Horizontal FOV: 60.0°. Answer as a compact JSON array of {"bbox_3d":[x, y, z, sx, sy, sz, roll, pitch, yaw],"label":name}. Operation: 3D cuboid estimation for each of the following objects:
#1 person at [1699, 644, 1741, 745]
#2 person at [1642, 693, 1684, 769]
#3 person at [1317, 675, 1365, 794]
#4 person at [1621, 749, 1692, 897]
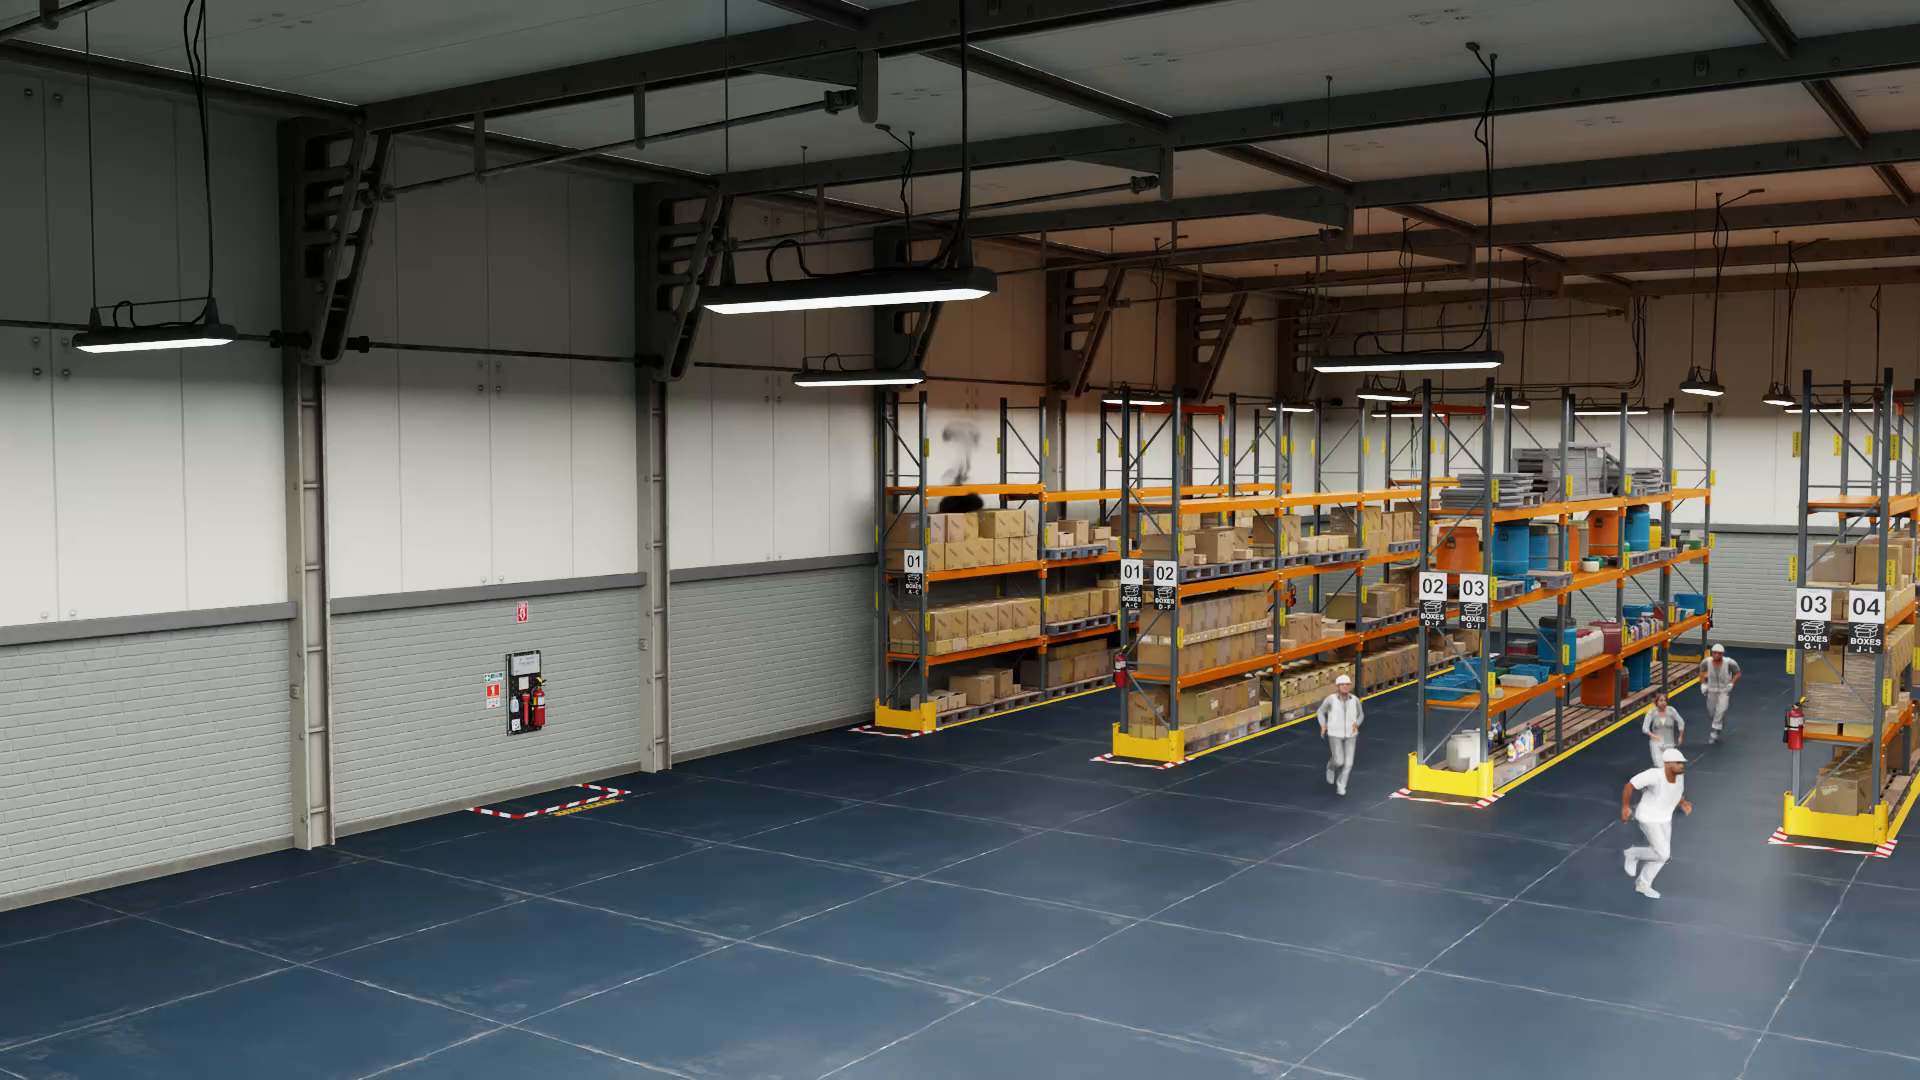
[{"bbox_3d":[12.917,2.598,28.270,0.659,1.723,0.919,2,4,29],"label":"person"},{"bbox_3d":[9.998,2.934,23.642,0.574,1.553,0.638,1,3,13],"label":"person"},{"bbox_3d":[5.526,2.814,24.037,0.655,1.733,0.597,0,3,-2],"label":"person"},{"bbox_3d":[7.778,3.142,18.556,0.689,1.686,0.736,-2,4,-32],"label":"person"}]
